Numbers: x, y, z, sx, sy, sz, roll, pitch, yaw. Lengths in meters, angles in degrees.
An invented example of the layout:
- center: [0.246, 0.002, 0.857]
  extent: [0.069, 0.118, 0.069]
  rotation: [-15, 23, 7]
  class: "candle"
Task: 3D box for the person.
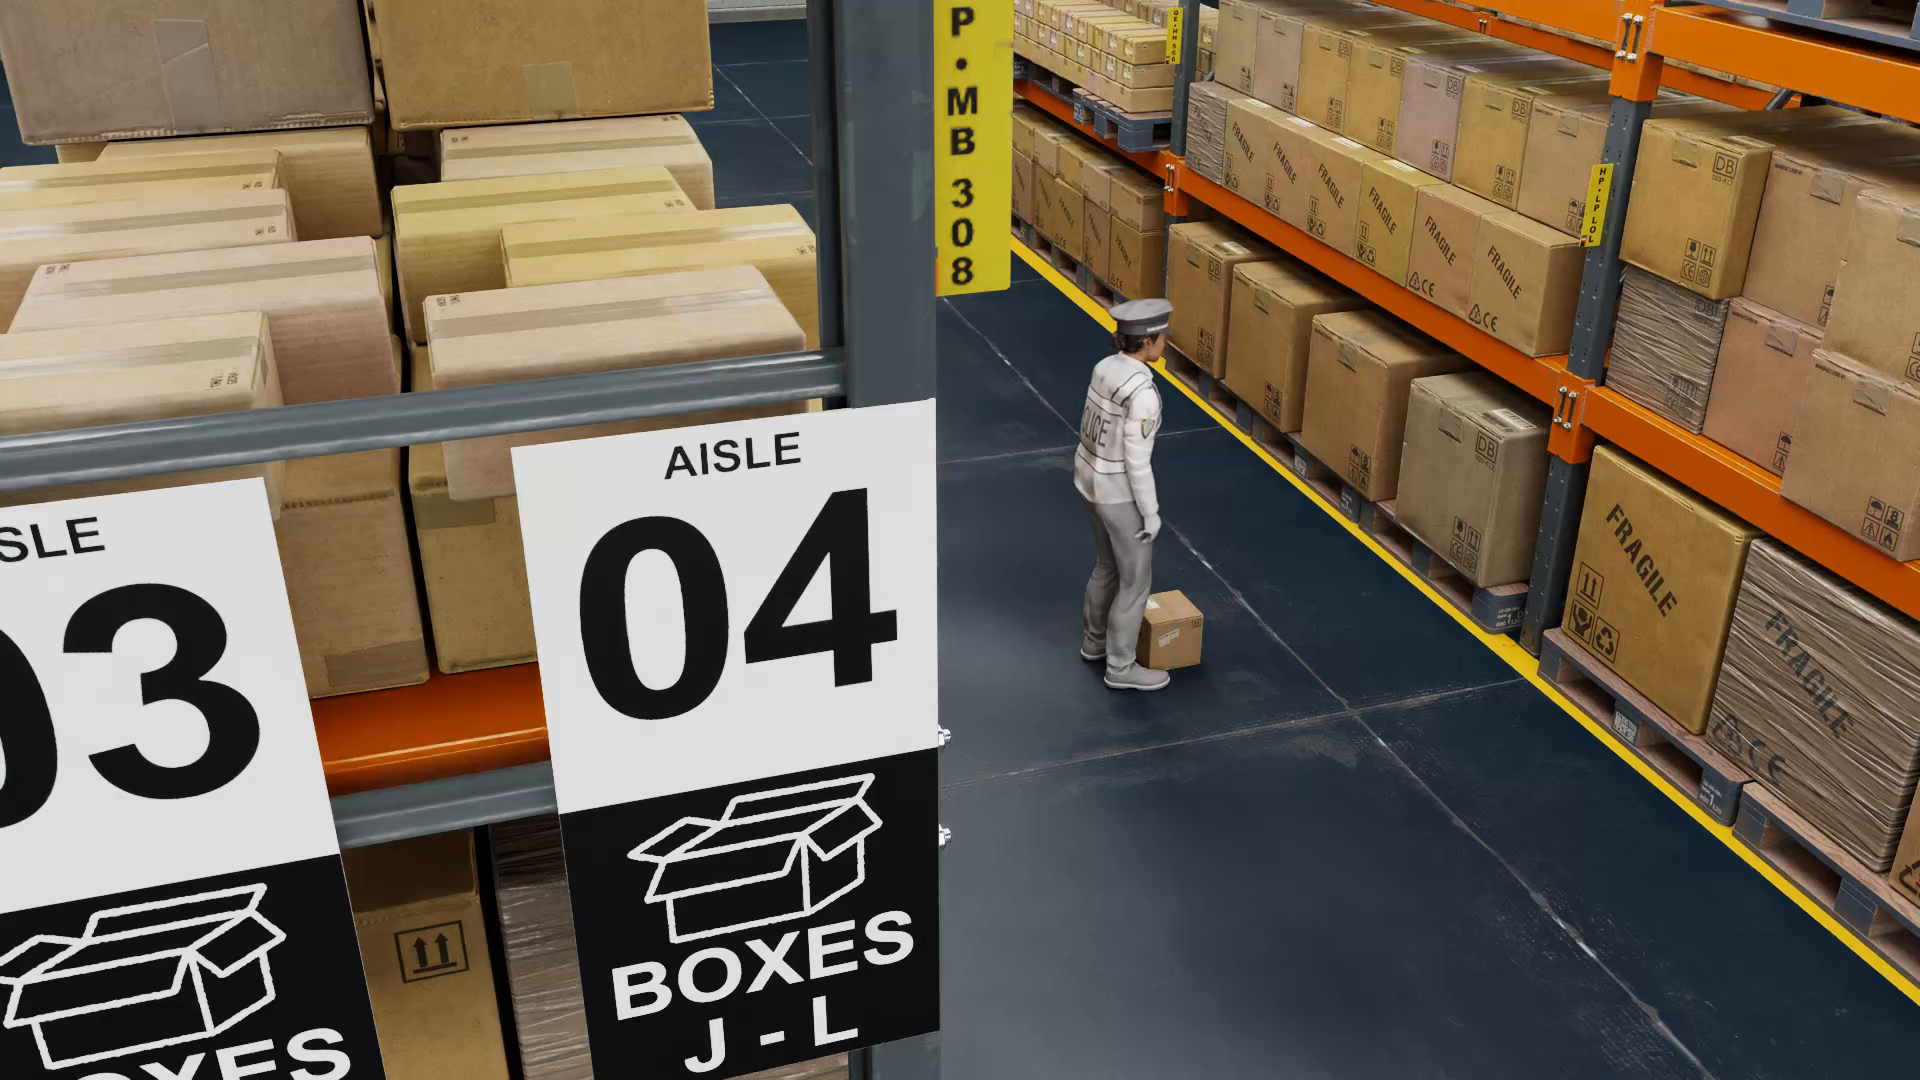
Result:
- center: [0.700, -0.220, 6.981]
  extent: [0.347, 1.601, 0.507]
  rotation: [-8, 28, -16]
  class: "person"
